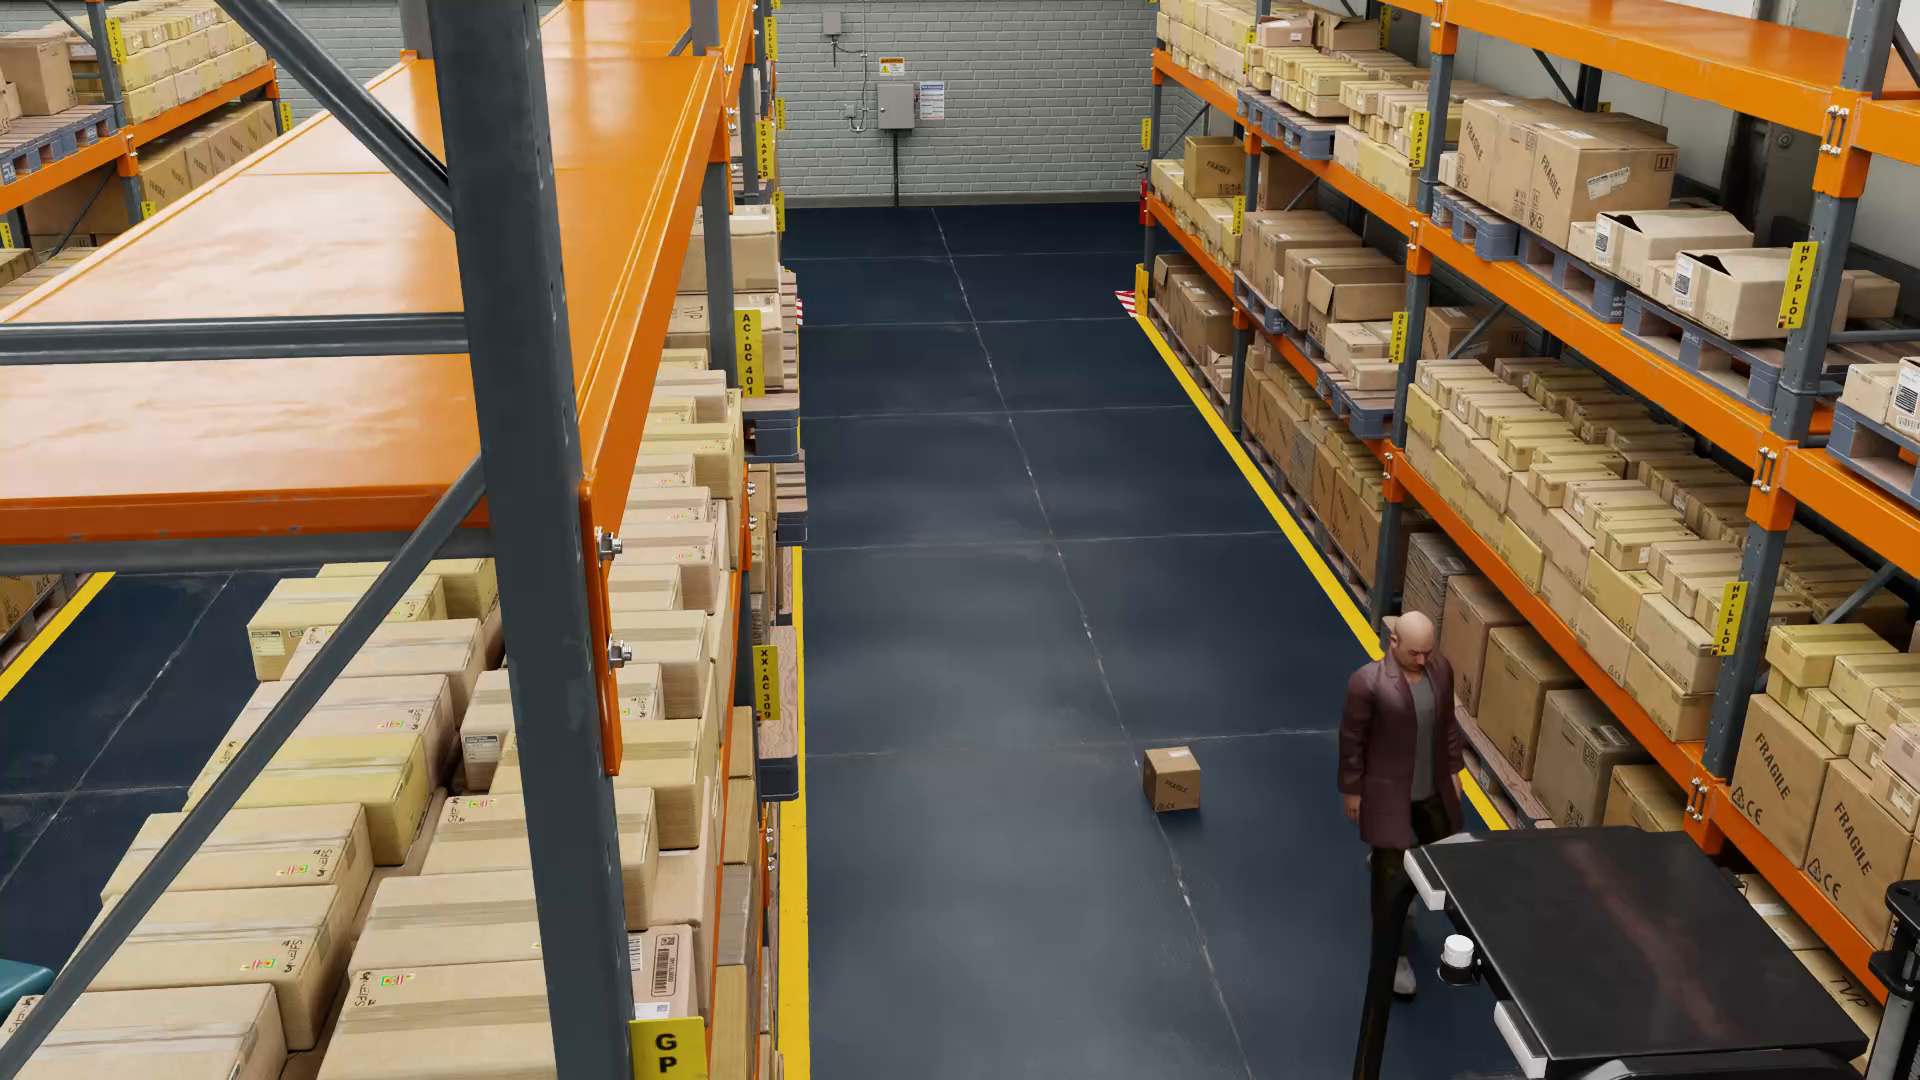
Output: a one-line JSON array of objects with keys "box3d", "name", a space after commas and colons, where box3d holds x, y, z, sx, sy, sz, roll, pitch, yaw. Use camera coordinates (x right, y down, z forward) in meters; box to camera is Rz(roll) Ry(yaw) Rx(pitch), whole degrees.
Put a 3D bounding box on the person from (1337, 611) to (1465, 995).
[{"box3d": [2.067, 1.143, 7.666, 0.625, 1.765, 0.769, -9, 25, -20], "name": "person"}]
